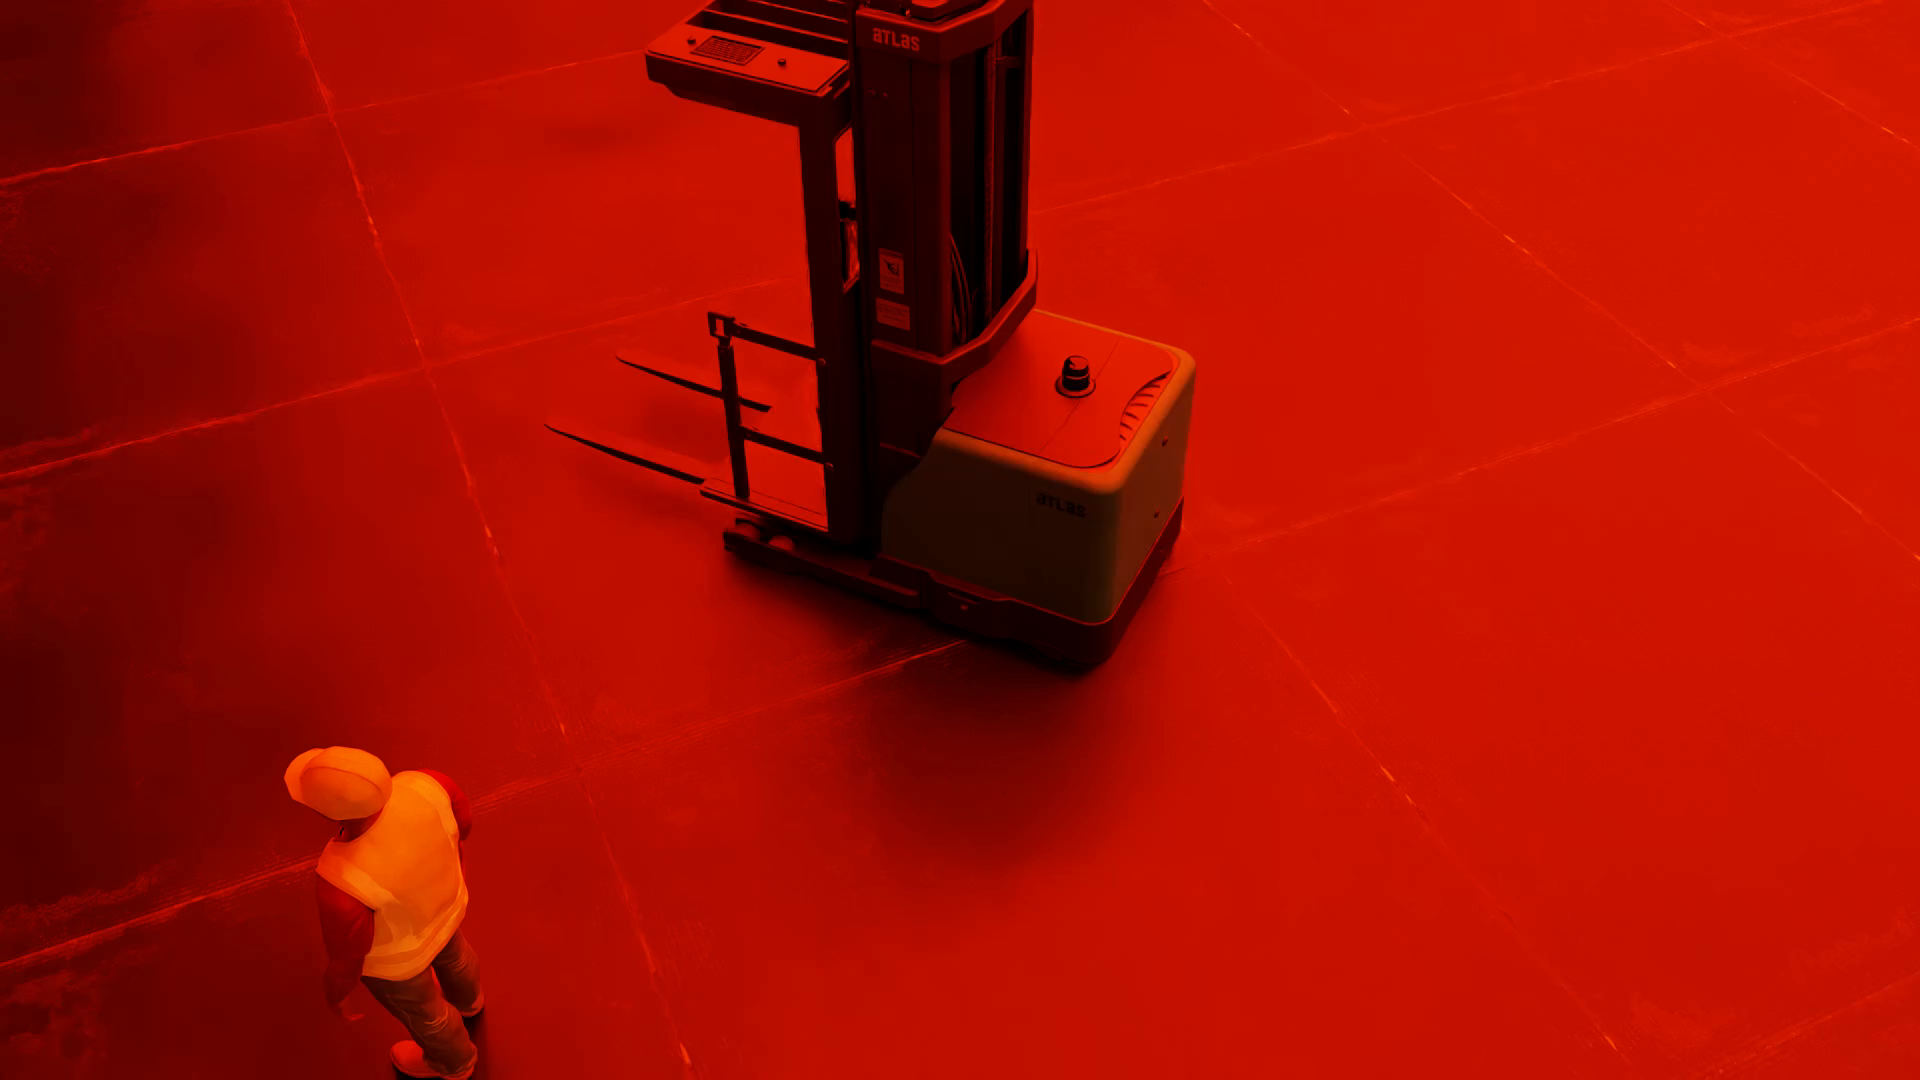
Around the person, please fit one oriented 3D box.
[{"bbox_3d":[-1.820,1.182,5.257,0.578,1.765,0.666,16,45,17],"label":"person"}]

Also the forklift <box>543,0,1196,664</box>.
[{"bbox_3d":[-0.529,-1.234,7.003,3.031,2.935,1.130,18,46,19],"label":"forklift"}]
